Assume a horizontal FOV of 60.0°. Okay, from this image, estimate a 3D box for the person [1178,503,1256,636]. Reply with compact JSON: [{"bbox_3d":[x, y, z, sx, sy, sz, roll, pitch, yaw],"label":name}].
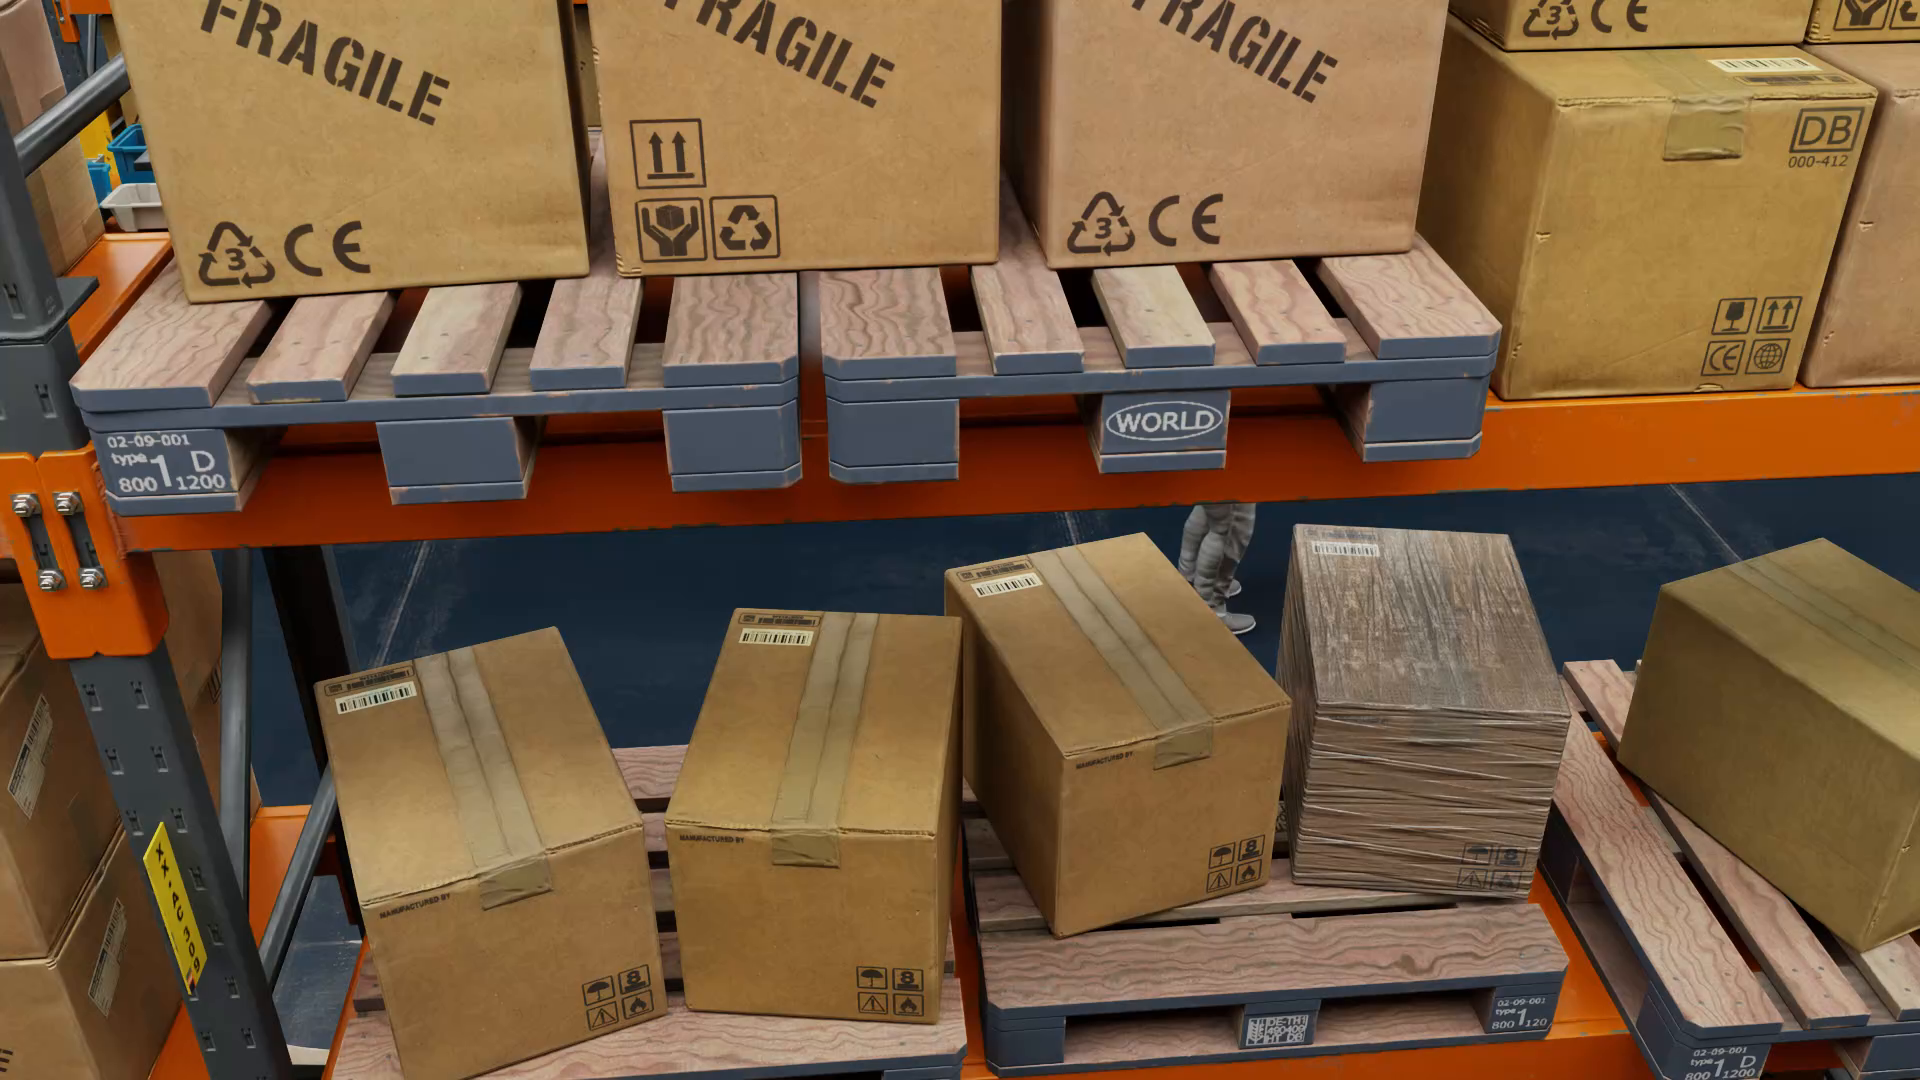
[{"bbox_3d":[1.143,-0.404,6.807,0.541,1.656,0.455,-2,31,-4],"label":"person"}]
